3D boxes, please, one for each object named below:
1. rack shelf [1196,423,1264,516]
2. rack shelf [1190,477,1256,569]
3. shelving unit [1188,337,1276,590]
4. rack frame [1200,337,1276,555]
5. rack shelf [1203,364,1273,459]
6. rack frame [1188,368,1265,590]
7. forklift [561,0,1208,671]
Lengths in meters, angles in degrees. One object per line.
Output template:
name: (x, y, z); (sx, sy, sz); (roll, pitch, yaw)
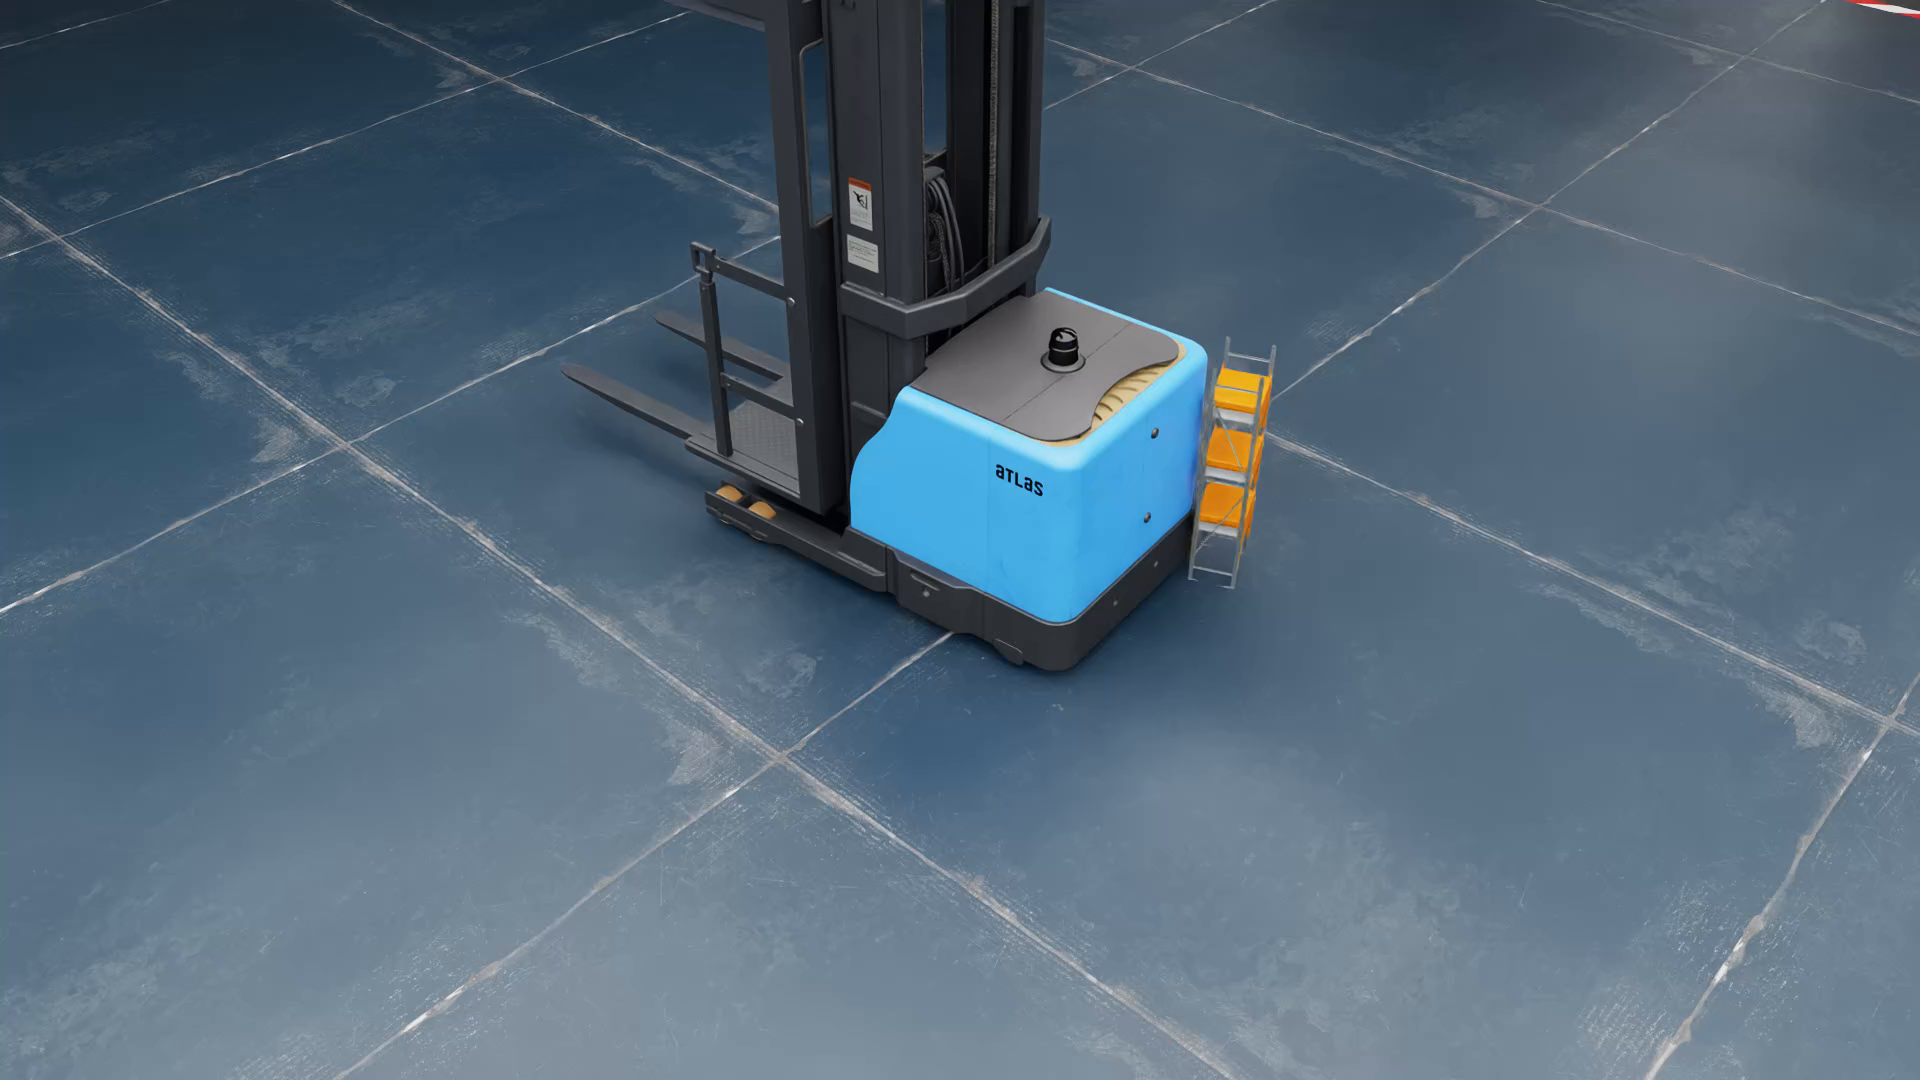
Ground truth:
rack shelf: (1.102, -0.289, 6.784); (0.215, 0.259, 0.240); (12, 40, 15)
rack shelf: (1.100, -0.071, 6.957); (0.215, 0.259, 0.240); (12, 40, 15)
shelving unit: (1.102, -0.297, 6.778); (0.215, 1.050, 0.252); (12, 40, 15)
rack frame: (1.142, -0.368, 6.869); (0.200, 1.050, 0.008); (12, 40, 15)
rack shelf: (1.104, -0.511, 6.608); (0.215, 0.259, 0.240); (12, 40, 15)
rack frame: (1.062, -0.226, 6.687); (0.200, 1.050, 0.008); (12, 40, 15)
forklift: (-0.497, -1.382, 6.633); (3.031, 2.935, 1.130); (25, 45, 28)
